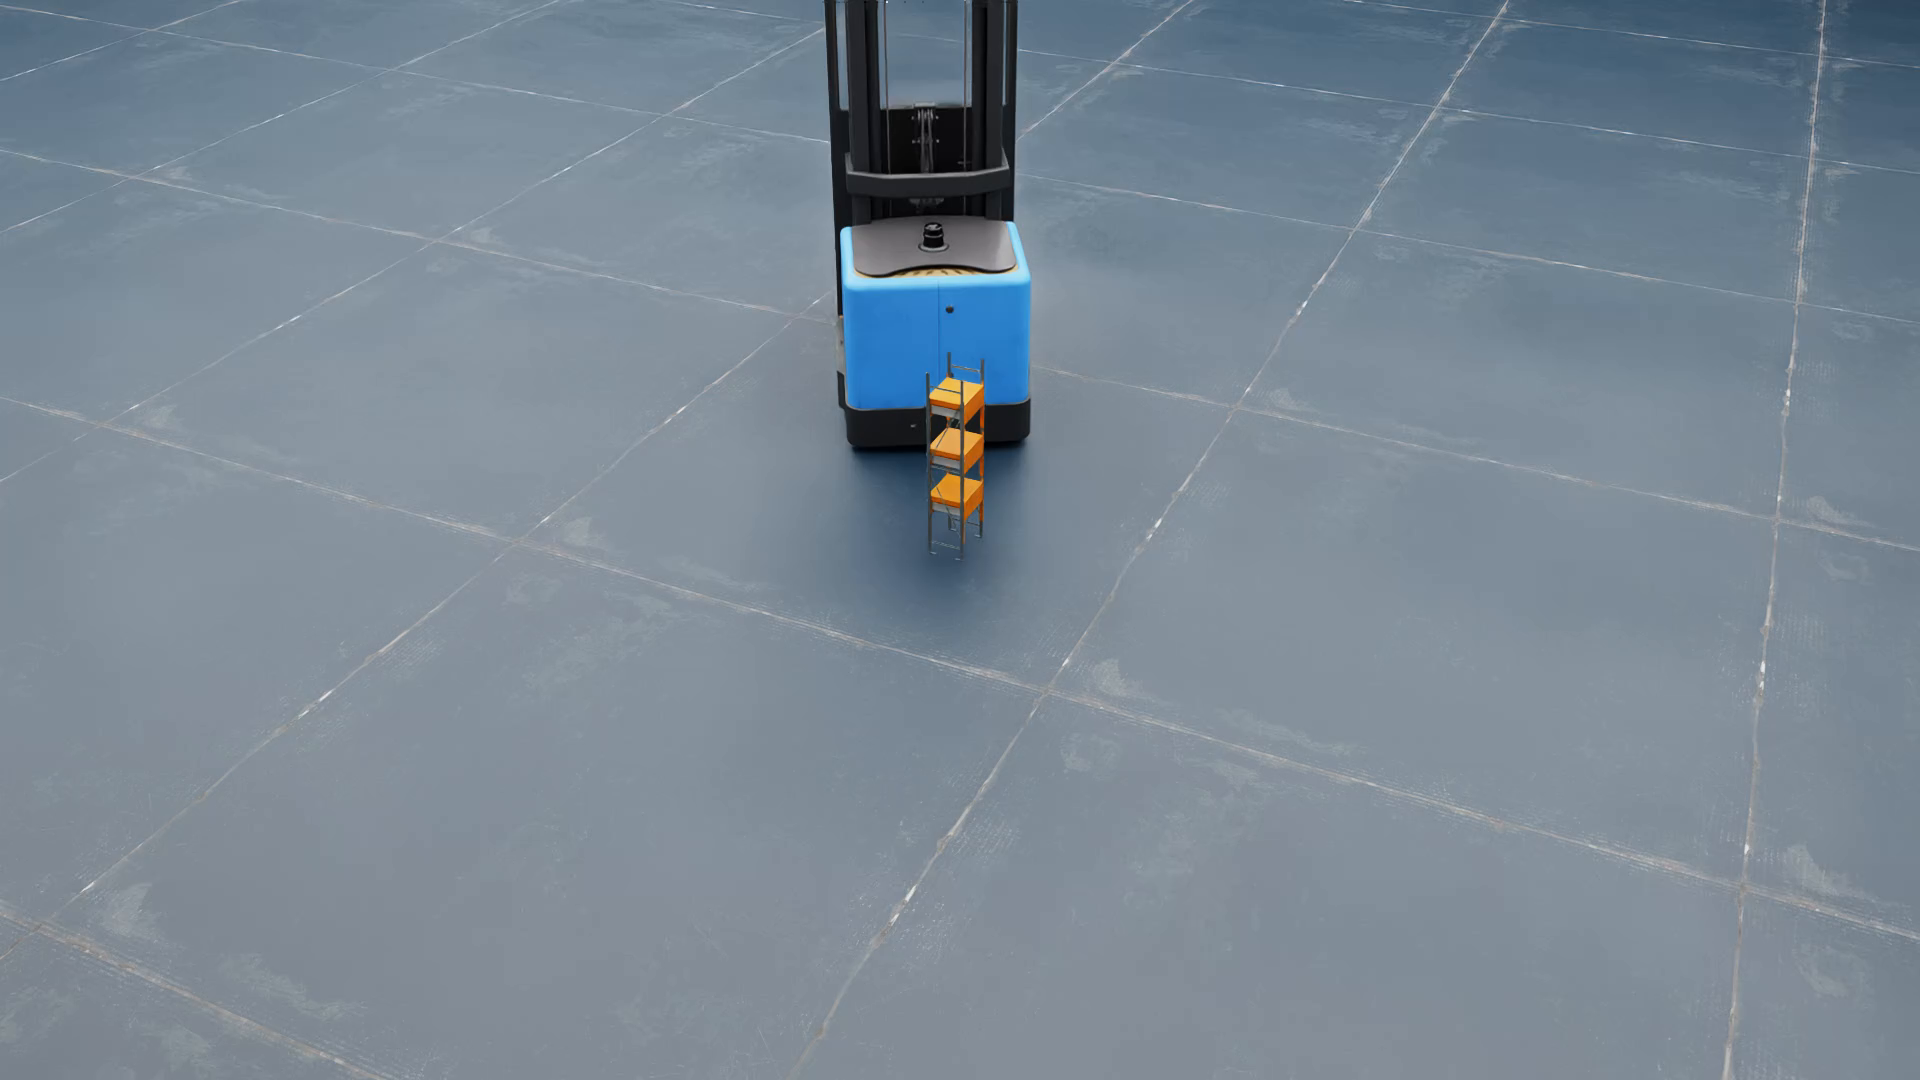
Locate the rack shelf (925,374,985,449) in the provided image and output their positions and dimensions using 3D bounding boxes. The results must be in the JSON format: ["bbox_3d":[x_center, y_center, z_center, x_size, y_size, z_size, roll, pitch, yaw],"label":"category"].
[{"bbox_3d":[-0.022,-0.641,8.272,0.215,0.259,0.240,14,36,20],"label":"rack shelf"}]

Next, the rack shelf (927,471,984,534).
[{"bbox_3d":[-0.022,-0.171,8.580,0.215,0.259,0.240,14,36,20],"label":"rack shelf"}]

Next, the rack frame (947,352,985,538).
[{"bbox_3d":[0.029,-0.473,8.514,0.200,1.050,0.008,14,36,20],"label":"rack frame"}]

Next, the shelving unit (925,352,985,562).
[{"bbox_3d":[-0.022,-0.412,8.421,0.215,1.050,0.252,14,36,20],"label":"shelving unit"}]

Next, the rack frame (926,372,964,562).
[{"bbox_3d":[-0.073,-0.352,8.329,0.200,1.050,0.008,14,36,20],"label":"rack frame"}]

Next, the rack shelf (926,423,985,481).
[{"bbox_3d":[-0.022,-0.404,8.427,0.215,0.259,0.240,14,36,20],"label":"rack shelf"}]

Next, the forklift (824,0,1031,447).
[{"bbox_3d":[-0.240,-2.538,9.948,1.130,2.935,3.031,-3,33,-4],"label":"forklift"}]
